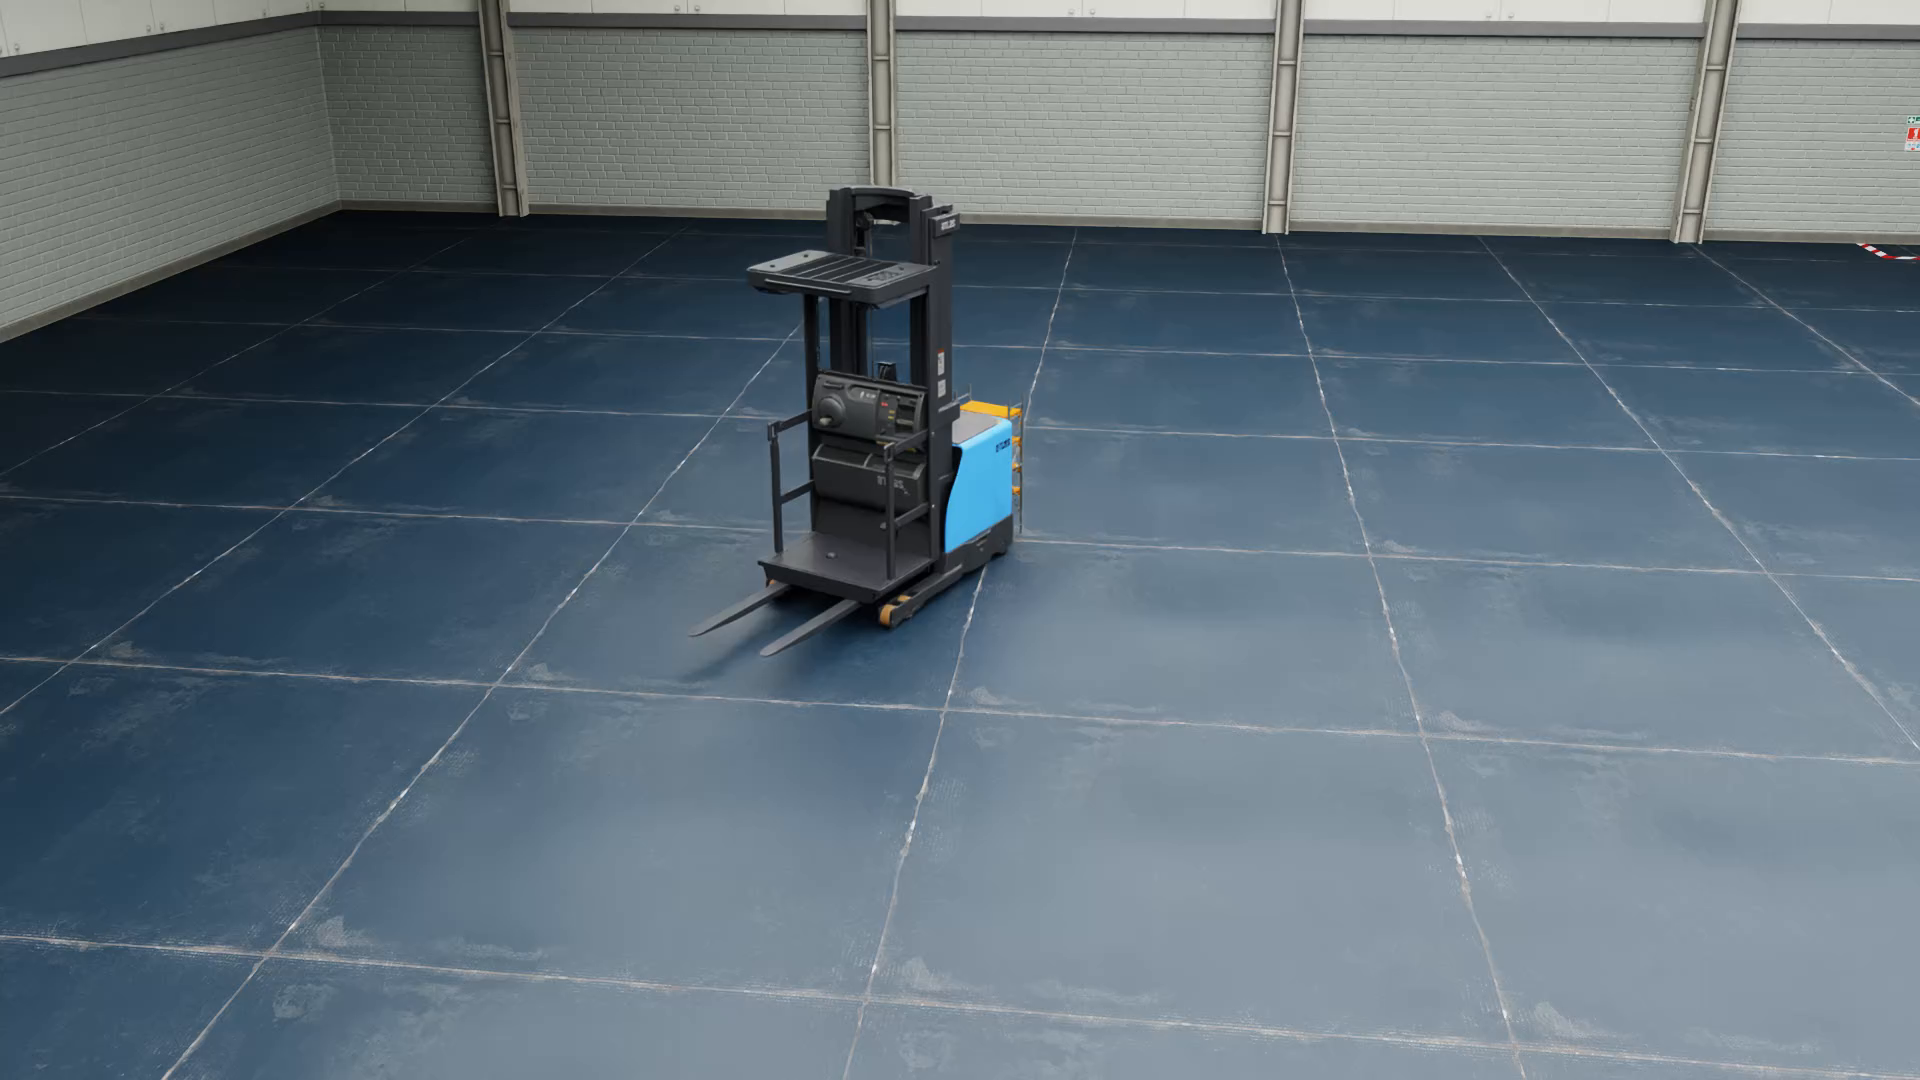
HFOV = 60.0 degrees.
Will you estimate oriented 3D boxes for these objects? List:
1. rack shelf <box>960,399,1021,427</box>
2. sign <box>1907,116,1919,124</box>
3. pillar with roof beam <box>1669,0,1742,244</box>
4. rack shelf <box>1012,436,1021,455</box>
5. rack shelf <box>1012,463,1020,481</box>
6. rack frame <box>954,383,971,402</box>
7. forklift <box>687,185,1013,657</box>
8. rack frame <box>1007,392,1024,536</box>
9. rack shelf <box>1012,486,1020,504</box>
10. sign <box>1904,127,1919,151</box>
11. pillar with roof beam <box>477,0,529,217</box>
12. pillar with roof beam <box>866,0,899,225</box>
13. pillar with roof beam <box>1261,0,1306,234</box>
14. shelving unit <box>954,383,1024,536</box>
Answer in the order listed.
[{"bbox_3d":[0.231,-0.983,13.226,0.480,0.148,0.258,13,25,29],"label":"rack shelf"},{"bbox_3d":[13.721,-6.004,23.777,0.331,0.109,0.001,2,22,6],"label":"sign"},{"bbox_3d":[10.239,-7.040,19.007,0.400,9.000,9.100,2,22,6],"label":"pillar with roof beam"},{"bbox_3d":[0.230,-0.763,13.312,0.480,0.148,0.258,13,25,29],"label":"rack shelf"},{"bbox_3d":[0.230,-0.555,13.394,0.480,0.148,0.258,13,25,29],"label":"rack shelf"},{"bbox_3d":[0.022,-0.664,13.488,0.015,1.200,0.240,13,25,29],"label":"rack frame"},{"bbox_3d":[-0.774,-0.931,11.809,1.130,2.935,3.031,13,25,29],"label":"forklift"},{"bbox_3d":[0.439,-0.571,13.252,0.015,1.200,0.240,13,25,29],"label":"rack frame"},{"bbox_3d":[0.230,-0.370,13.467,0.480,0.148,0.258,13,25,29],"label":"rack shelf"},{"bbox_3d":[13.717,-5.761,23.883,0.234,0.329,0.001,2,22,6],"label":"sign"},{"bbox_3d":[-7.636,-7.819,20.976,0.400,9.000,9.100,2,22,6],"label":"pillar with roof beam"},{"bbox_3d":[-1.678,-7.559,20.320,0.400,9.000,9.100,2,22,6],"label":"pillar with roof beam"},{"bbox_3d":[4.281,-7.299,19.663,0.400,9.000,9.100,2,22,6],"label":"pillar with roof beam"},{"bbox_3d":[0.230,-0.618,13.370,0.503,1.200,0.258,13,25,29],"label":"shelving unit"}]
